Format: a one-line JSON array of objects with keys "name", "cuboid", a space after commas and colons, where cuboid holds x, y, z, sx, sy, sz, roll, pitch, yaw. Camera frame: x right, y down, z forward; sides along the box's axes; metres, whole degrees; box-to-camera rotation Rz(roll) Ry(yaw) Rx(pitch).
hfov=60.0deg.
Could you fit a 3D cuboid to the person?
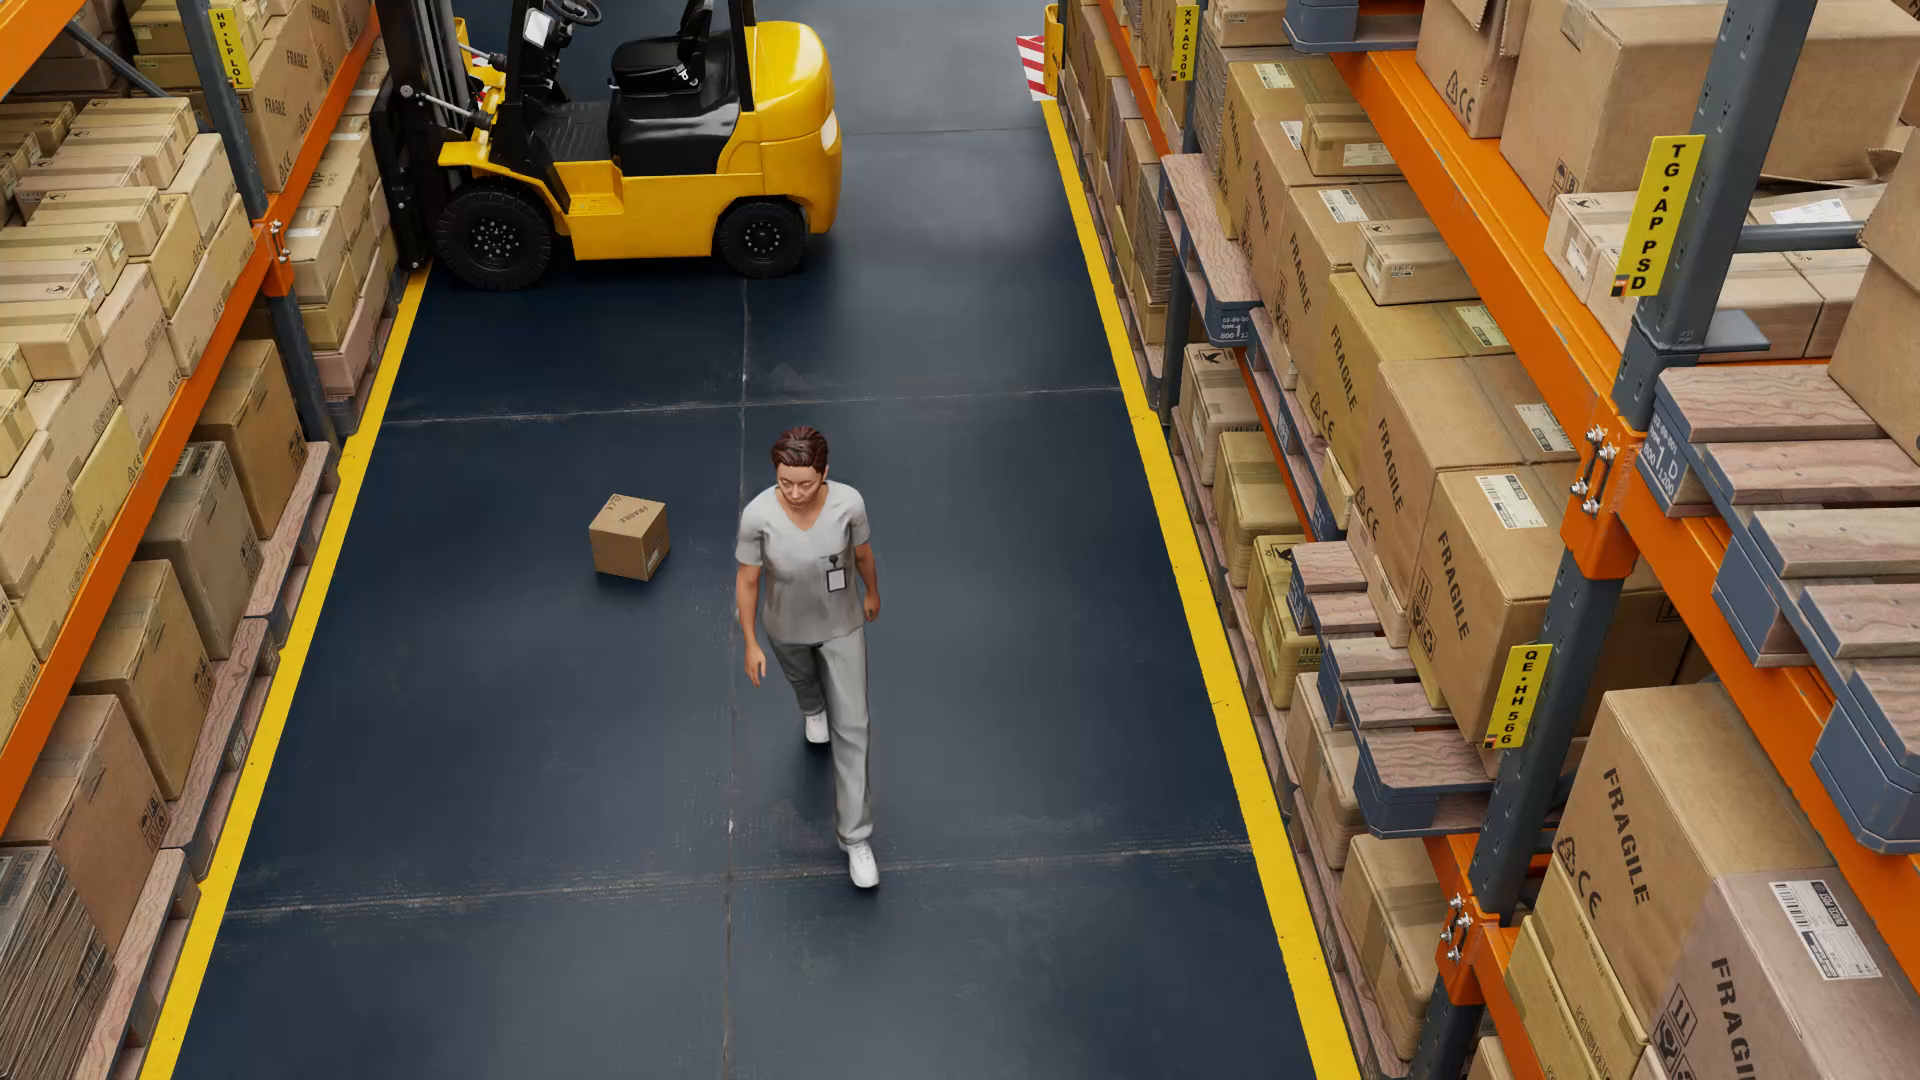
[{"name": "person", "cuboid": [-0.515, 0.317, 5.753, 0.485, 1.607, 1.030, -2, 39, -2]}]
